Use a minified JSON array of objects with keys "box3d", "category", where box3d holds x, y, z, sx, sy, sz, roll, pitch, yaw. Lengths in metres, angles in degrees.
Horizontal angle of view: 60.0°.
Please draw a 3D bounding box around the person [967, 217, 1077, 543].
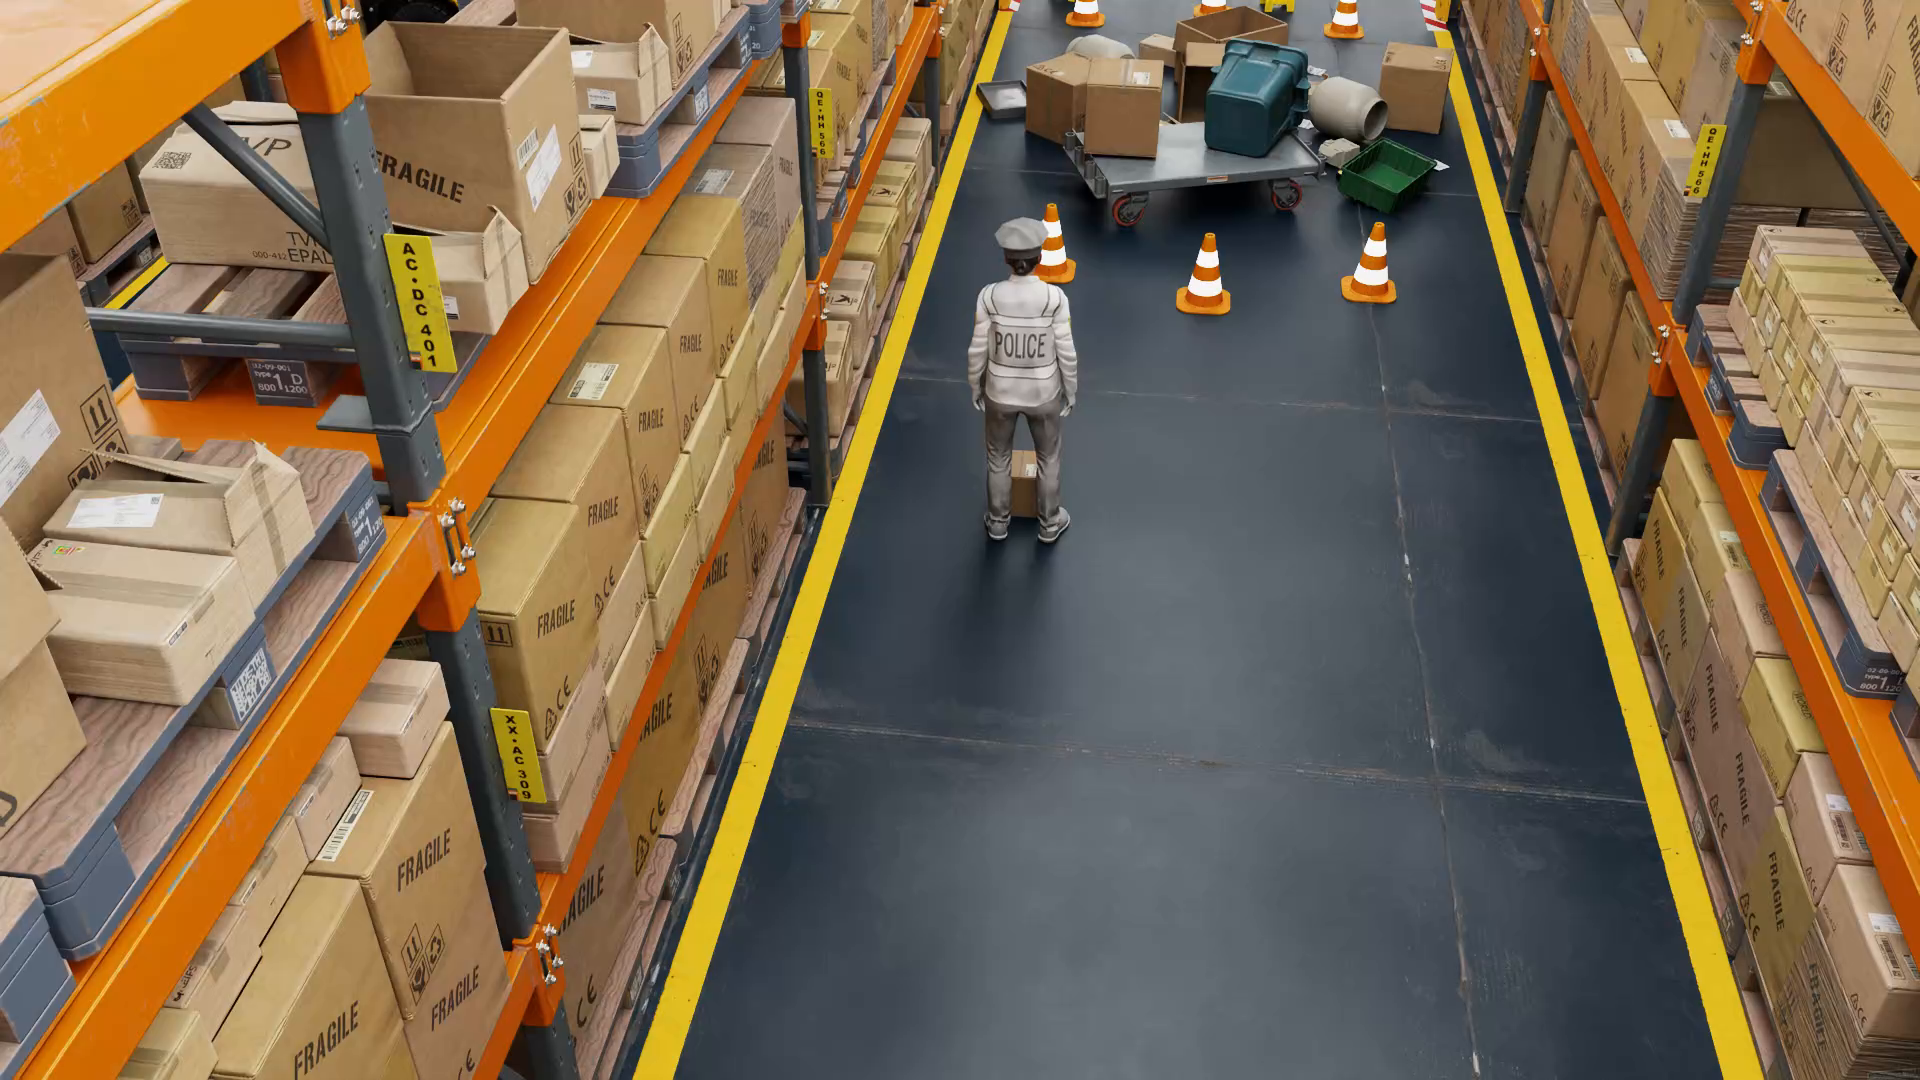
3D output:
[{"box3d":[0.301,-0.717,8.010,0.526,1.662,0.375,4,37,6],"category":"person"}]
